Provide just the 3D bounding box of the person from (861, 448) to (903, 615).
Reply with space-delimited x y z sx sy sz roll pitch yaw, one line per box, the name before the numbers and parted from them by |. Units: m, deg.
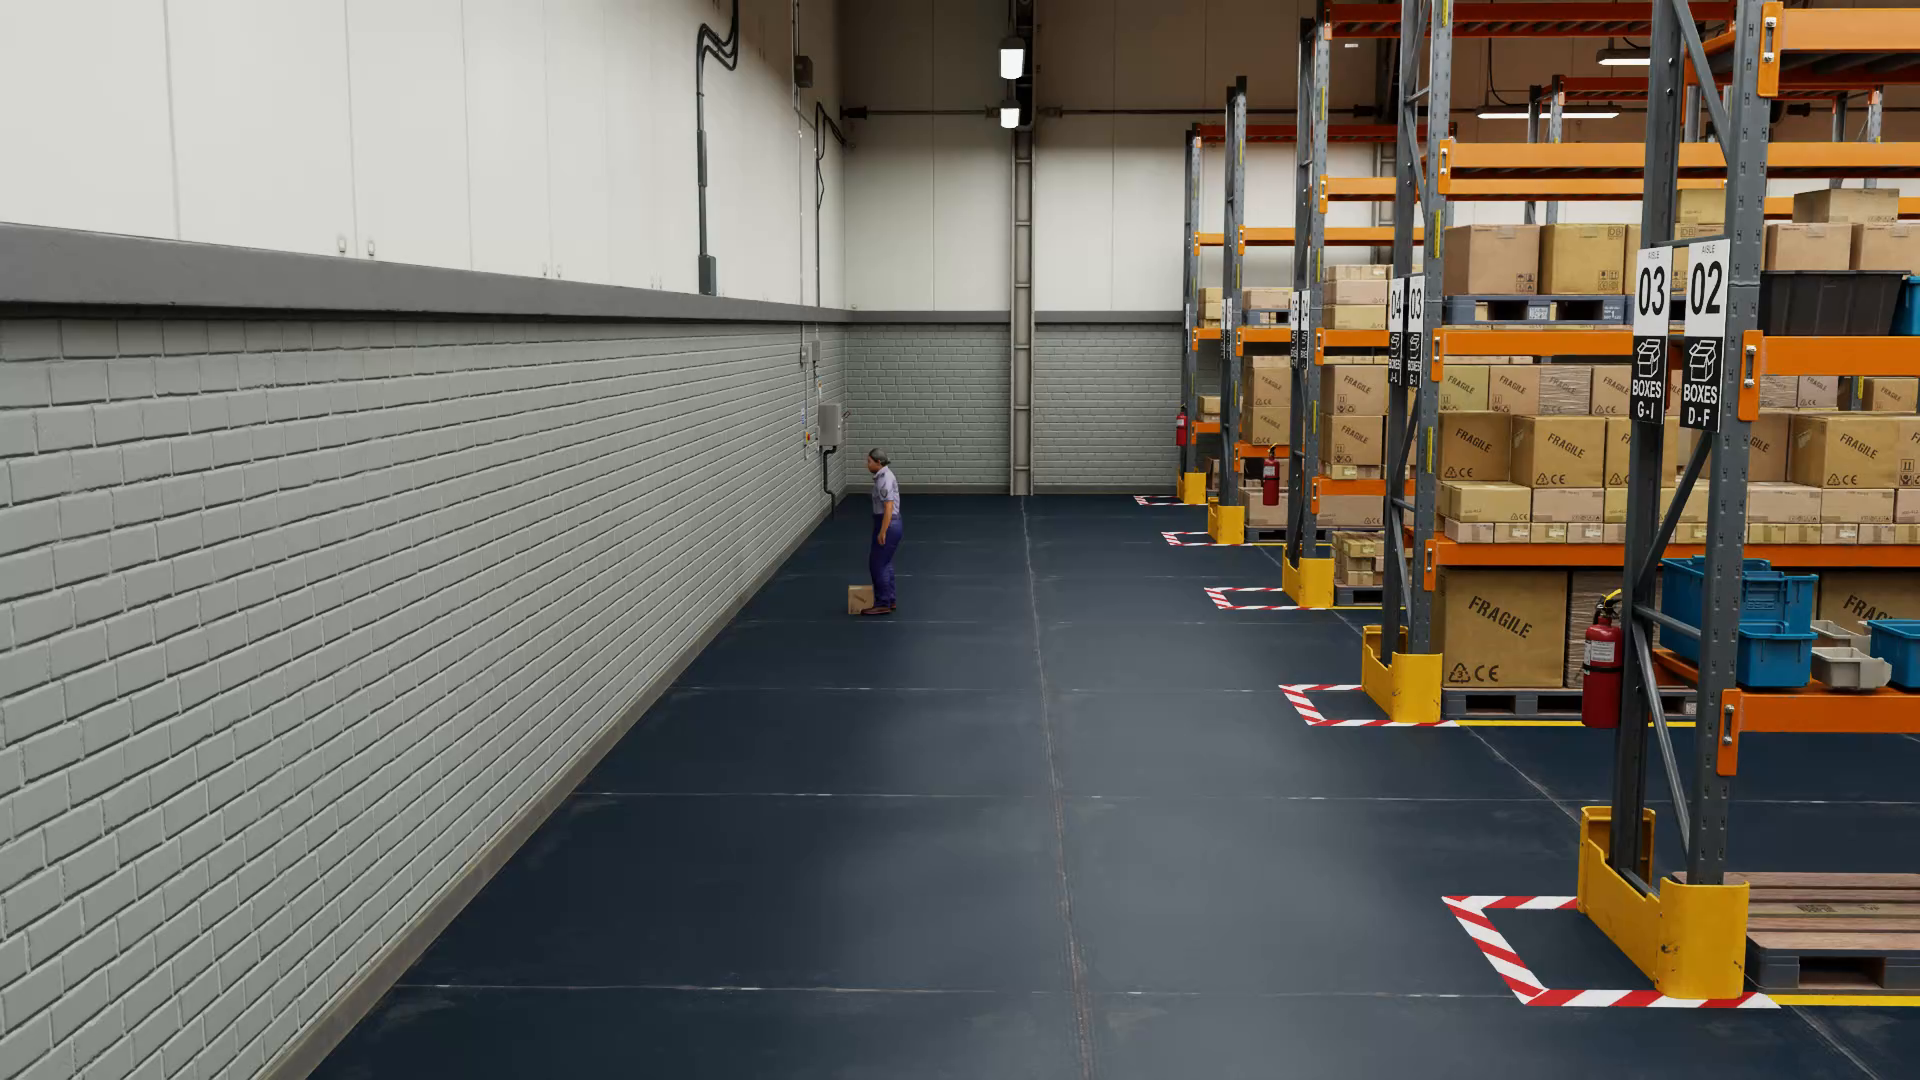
person | -0.780 -0.096 16.560 0.425 1.650 0.553 0 7 -2
